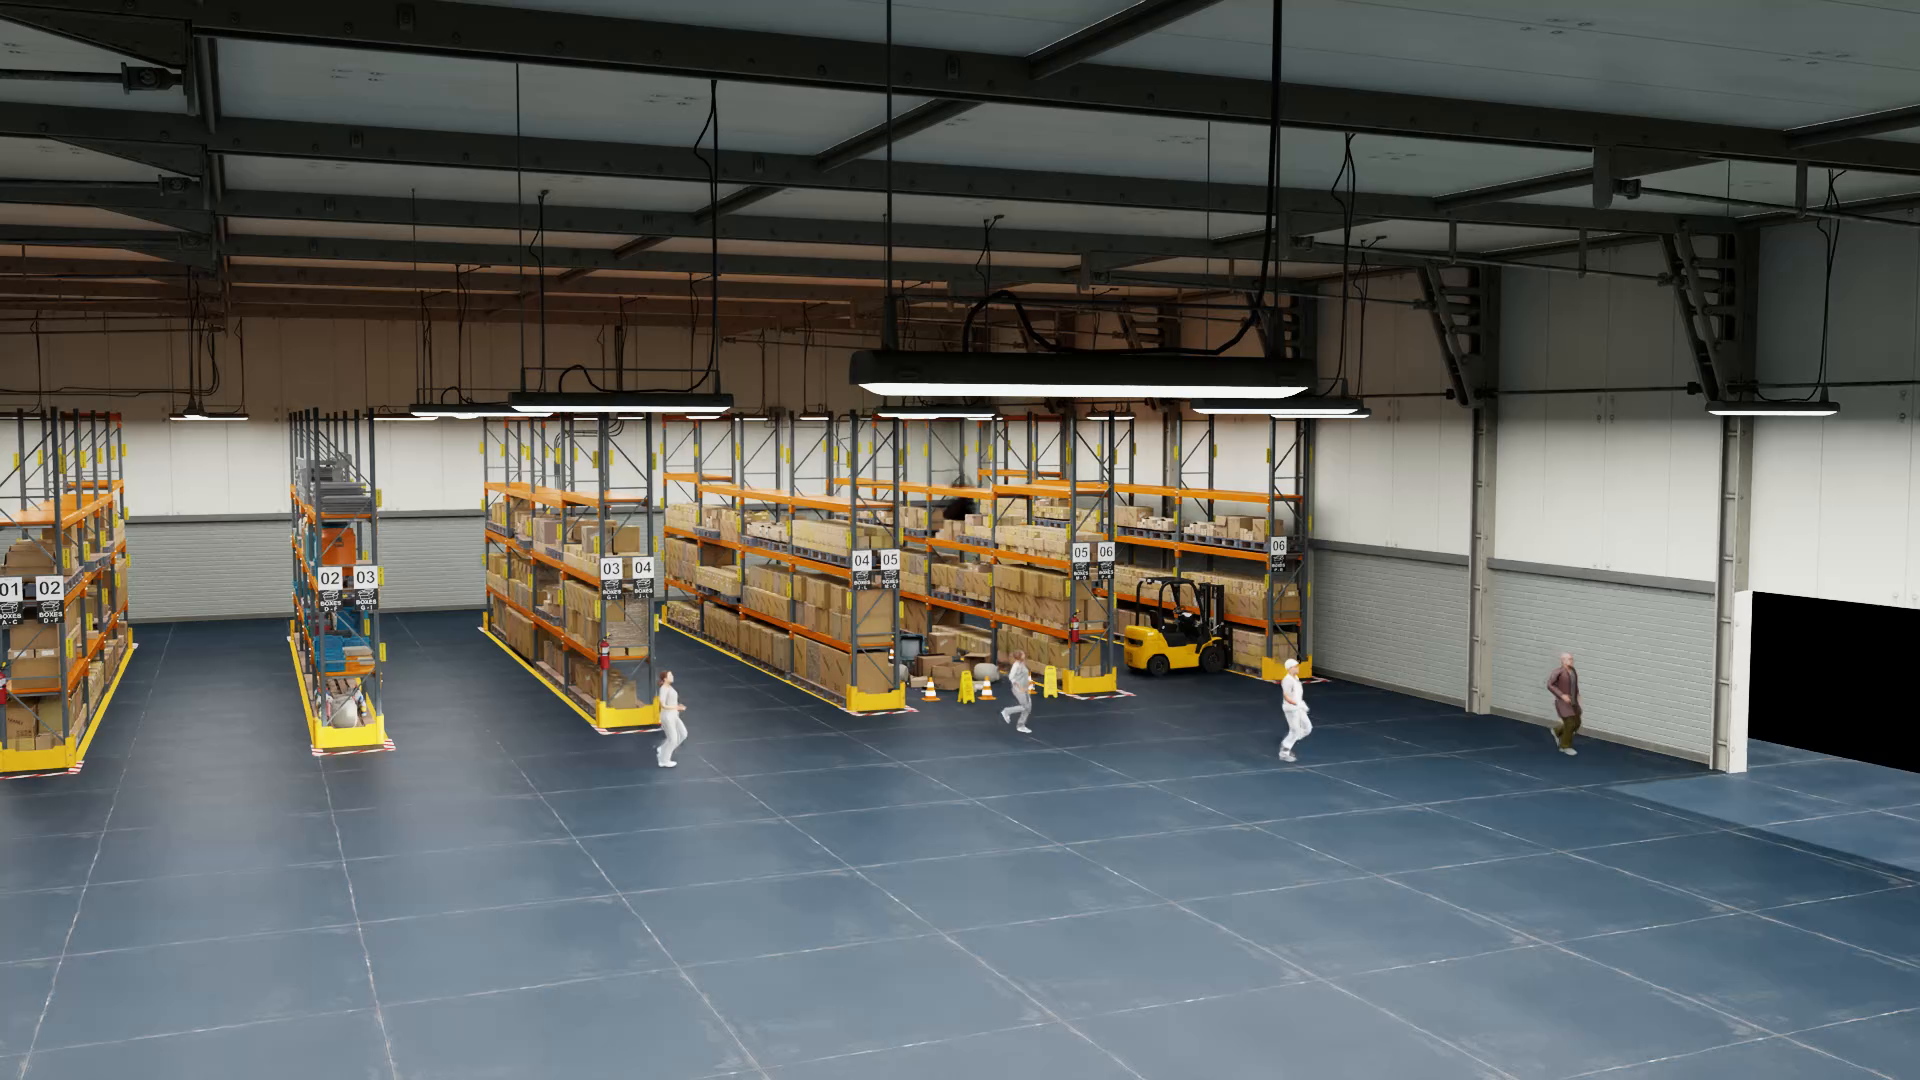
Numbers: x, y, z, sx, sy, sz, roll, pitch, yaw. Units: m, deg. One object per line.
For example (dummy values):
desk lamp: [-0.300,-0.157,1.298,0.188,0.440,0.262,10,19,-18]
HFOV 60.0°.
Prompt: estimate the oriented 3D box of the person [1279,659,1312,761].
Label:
person: [5.684,2.876,28.163,0.530,1.742,0.670,2,4,24]

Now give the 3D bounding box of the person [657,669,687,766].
person: [-4.796,2.968,27.703,0.557,1.607,0.555,0,4,7]

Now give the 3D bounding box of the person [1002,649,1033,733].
person: [1.068,2.806,30.910,0.552,1.535,0.547,1,4,20]

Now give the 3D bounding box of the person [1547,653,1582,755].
person: [10.476,2.828,28.910,0.721,1.746,0.639,-2,5,-30]
